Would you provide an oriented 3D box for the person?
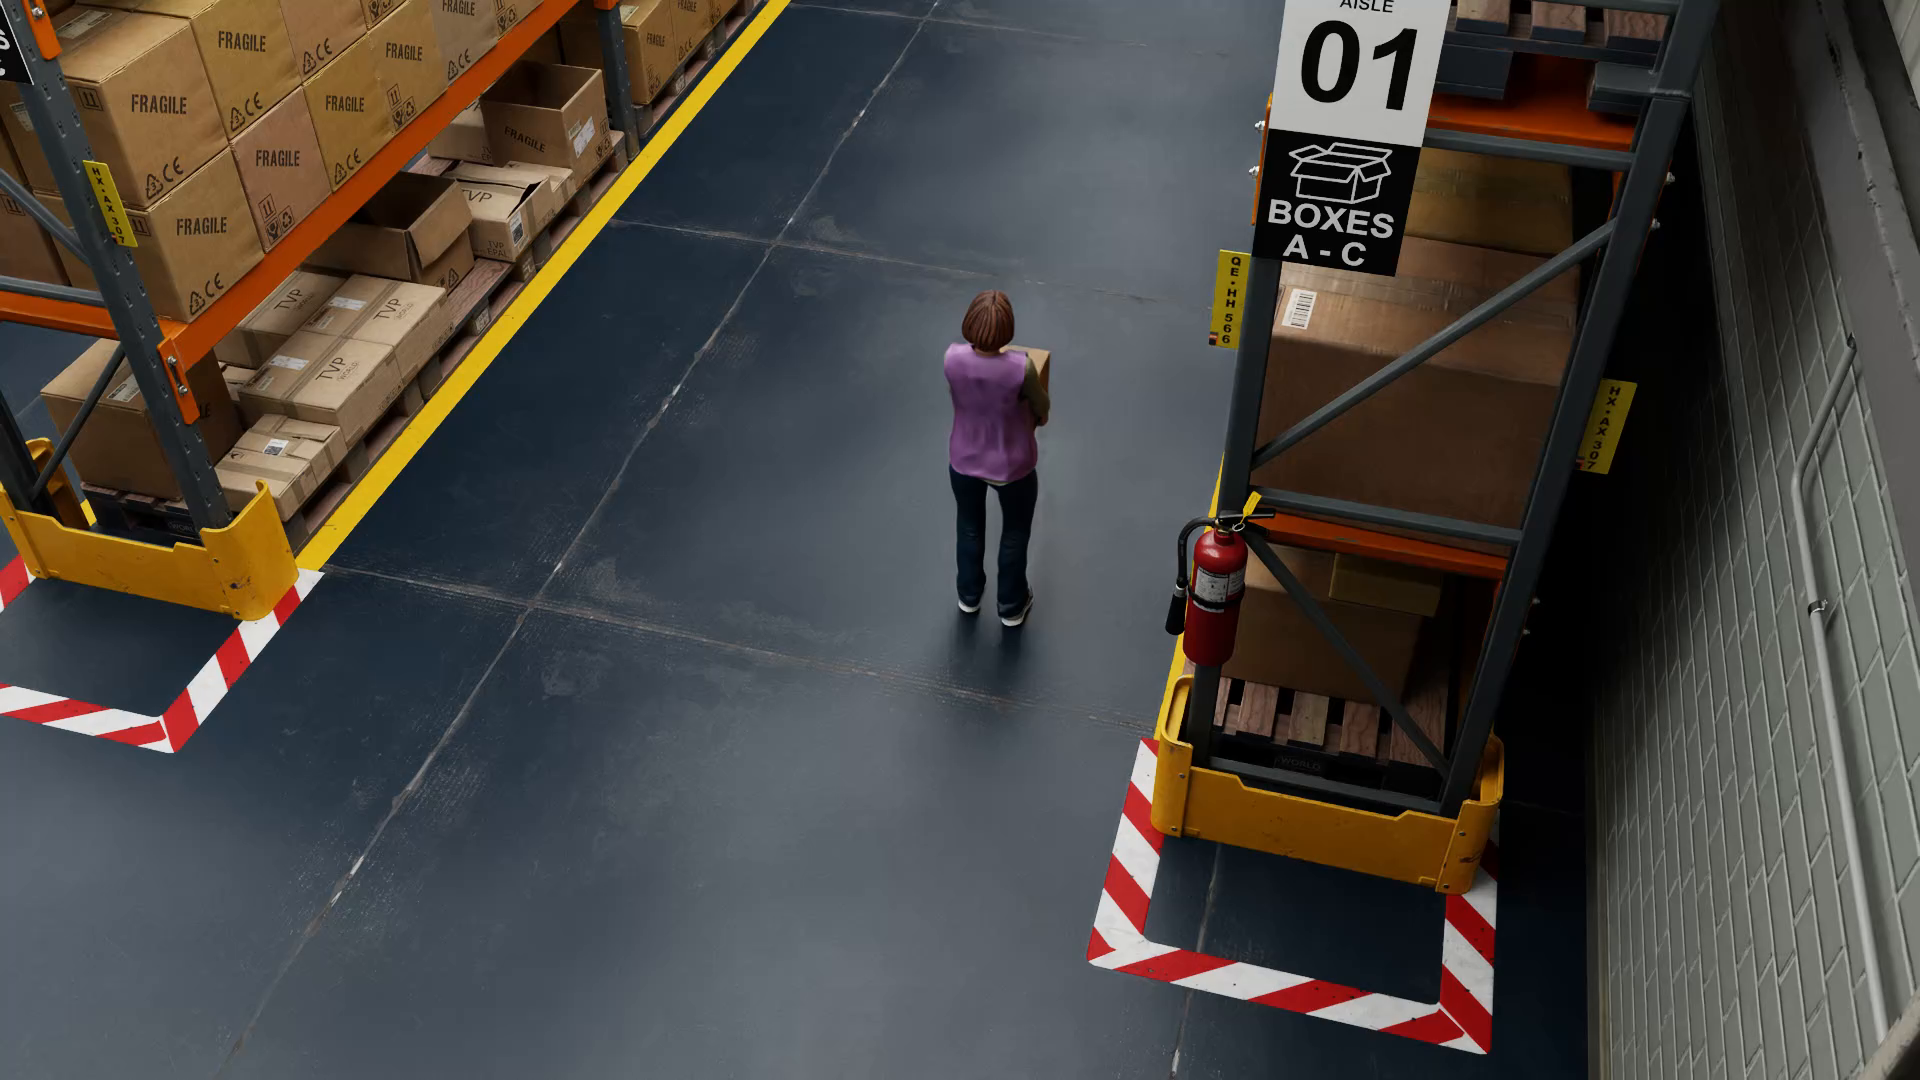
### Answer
[{"bbox_3d":[0.151,-0.360,6.576,0.404,1.596,0.490,11,43,12],"label":"person"}]
